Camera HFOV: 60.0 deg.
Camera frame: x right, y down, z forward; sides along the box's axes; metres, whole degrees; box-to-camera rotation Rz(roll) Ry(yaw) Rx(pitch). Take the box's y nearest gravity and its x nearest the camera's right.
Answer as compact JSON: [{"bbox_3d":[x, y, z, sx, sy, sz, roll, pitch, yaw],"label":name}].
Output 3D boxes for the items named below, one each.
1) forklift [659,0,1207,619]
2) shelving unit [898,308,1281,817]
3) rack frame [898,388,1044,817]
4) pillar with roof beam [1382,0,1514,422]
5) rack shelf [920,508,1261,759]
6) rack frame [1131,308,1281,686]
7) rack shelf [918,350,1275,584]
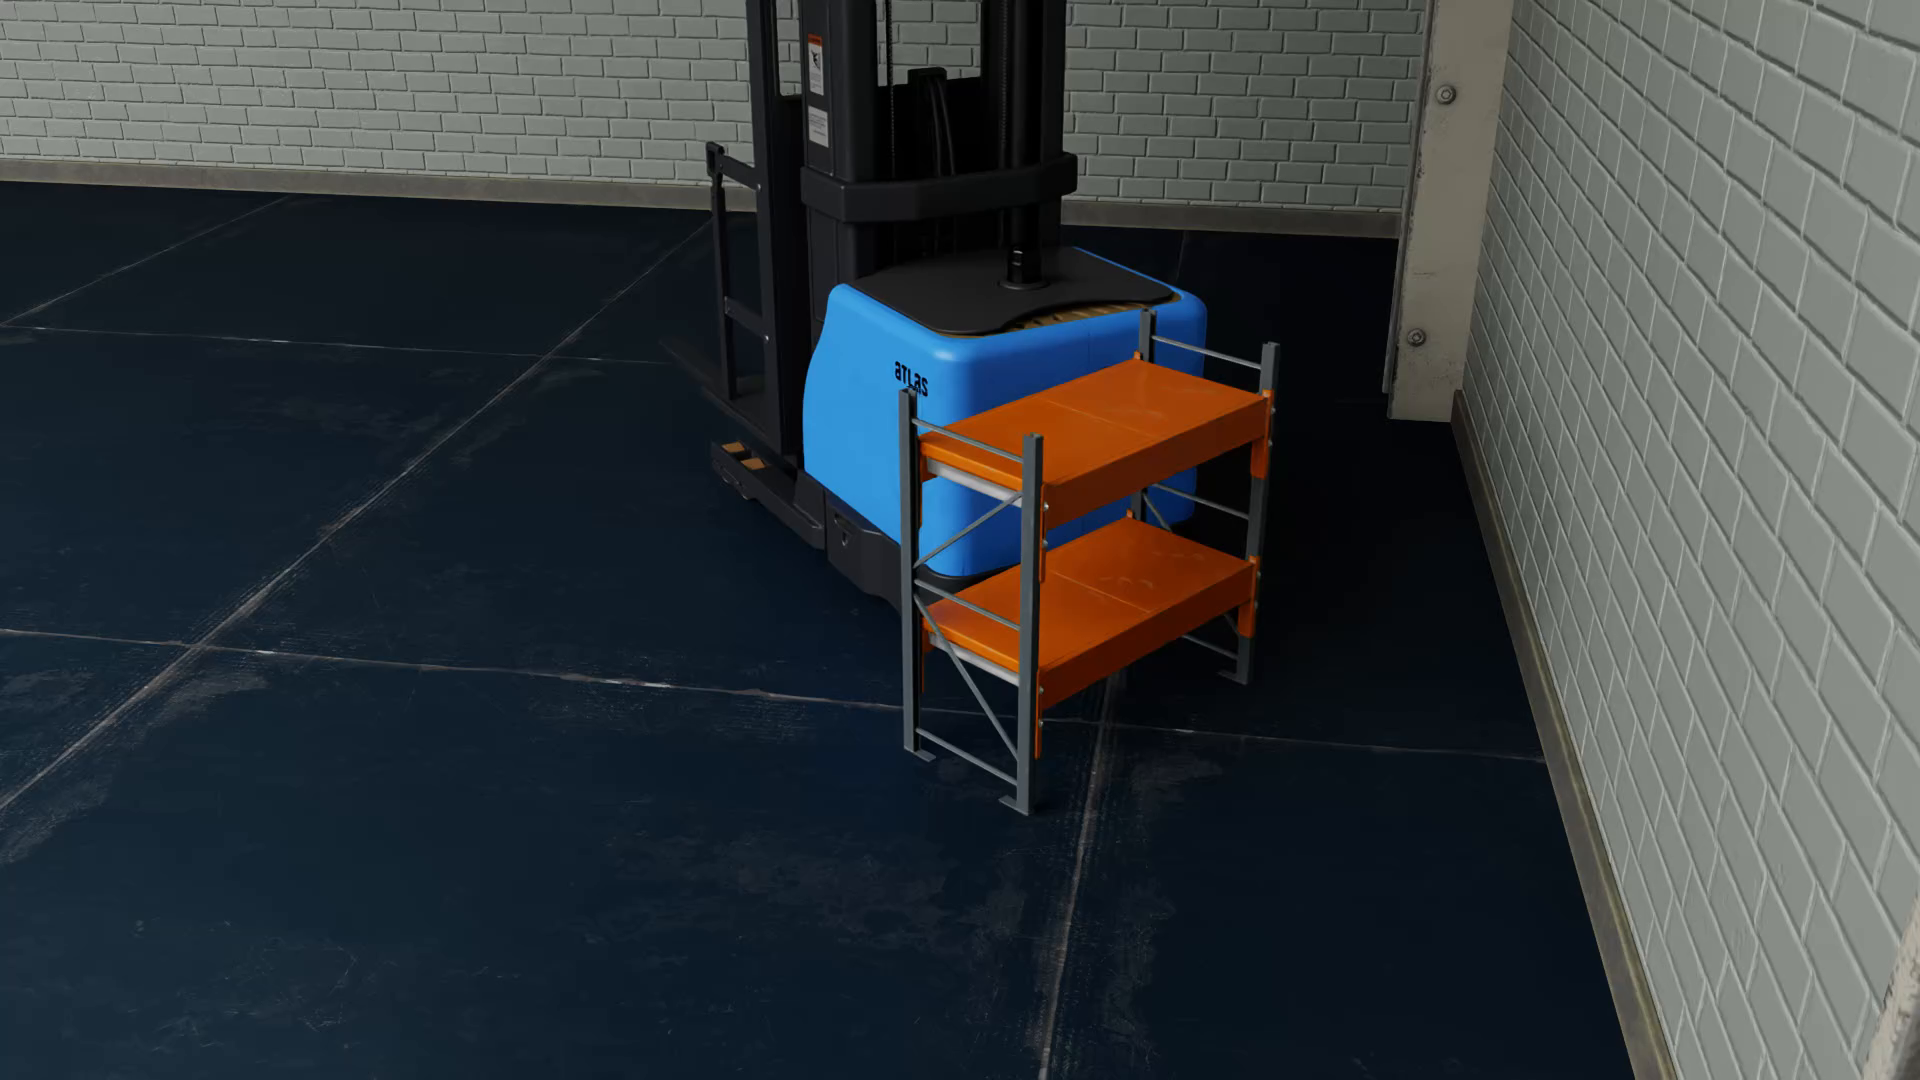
[{"bbox_3d":[-0.351,-1.573,6.154,1.130,2.935,3.031,-14,28,-27],"label":"forklift"},{"bbox_3d":[0.381,0.027,4.866,0.538,1.125,1.048,23,33,40],"label":"shelving unit"},{"bbox_3d":[0.022,0.179,4.541,0.500,1.125,0.032,23,33,40],"label":"rack frame"},{"bbox_3d":[-2.158,-4.987,6.290,9.100,9.000,0.400,4,25,9],"label":"pillar with roof beam"},{"bbox_3d":[0.381,0.248,4.970,0.538,0.278,1.000,23,33,40],"label":"rack shelf"},{"bbox_3d":[0.740,-0.126,5.192,0.500,1.125,0.032,23,33,40],"label":"rack frame"},{"bbox_3d":[0.381,-0.239,4.742,0.538,0.278,1.000,23,33,40],"label":"rack shelf"}]
